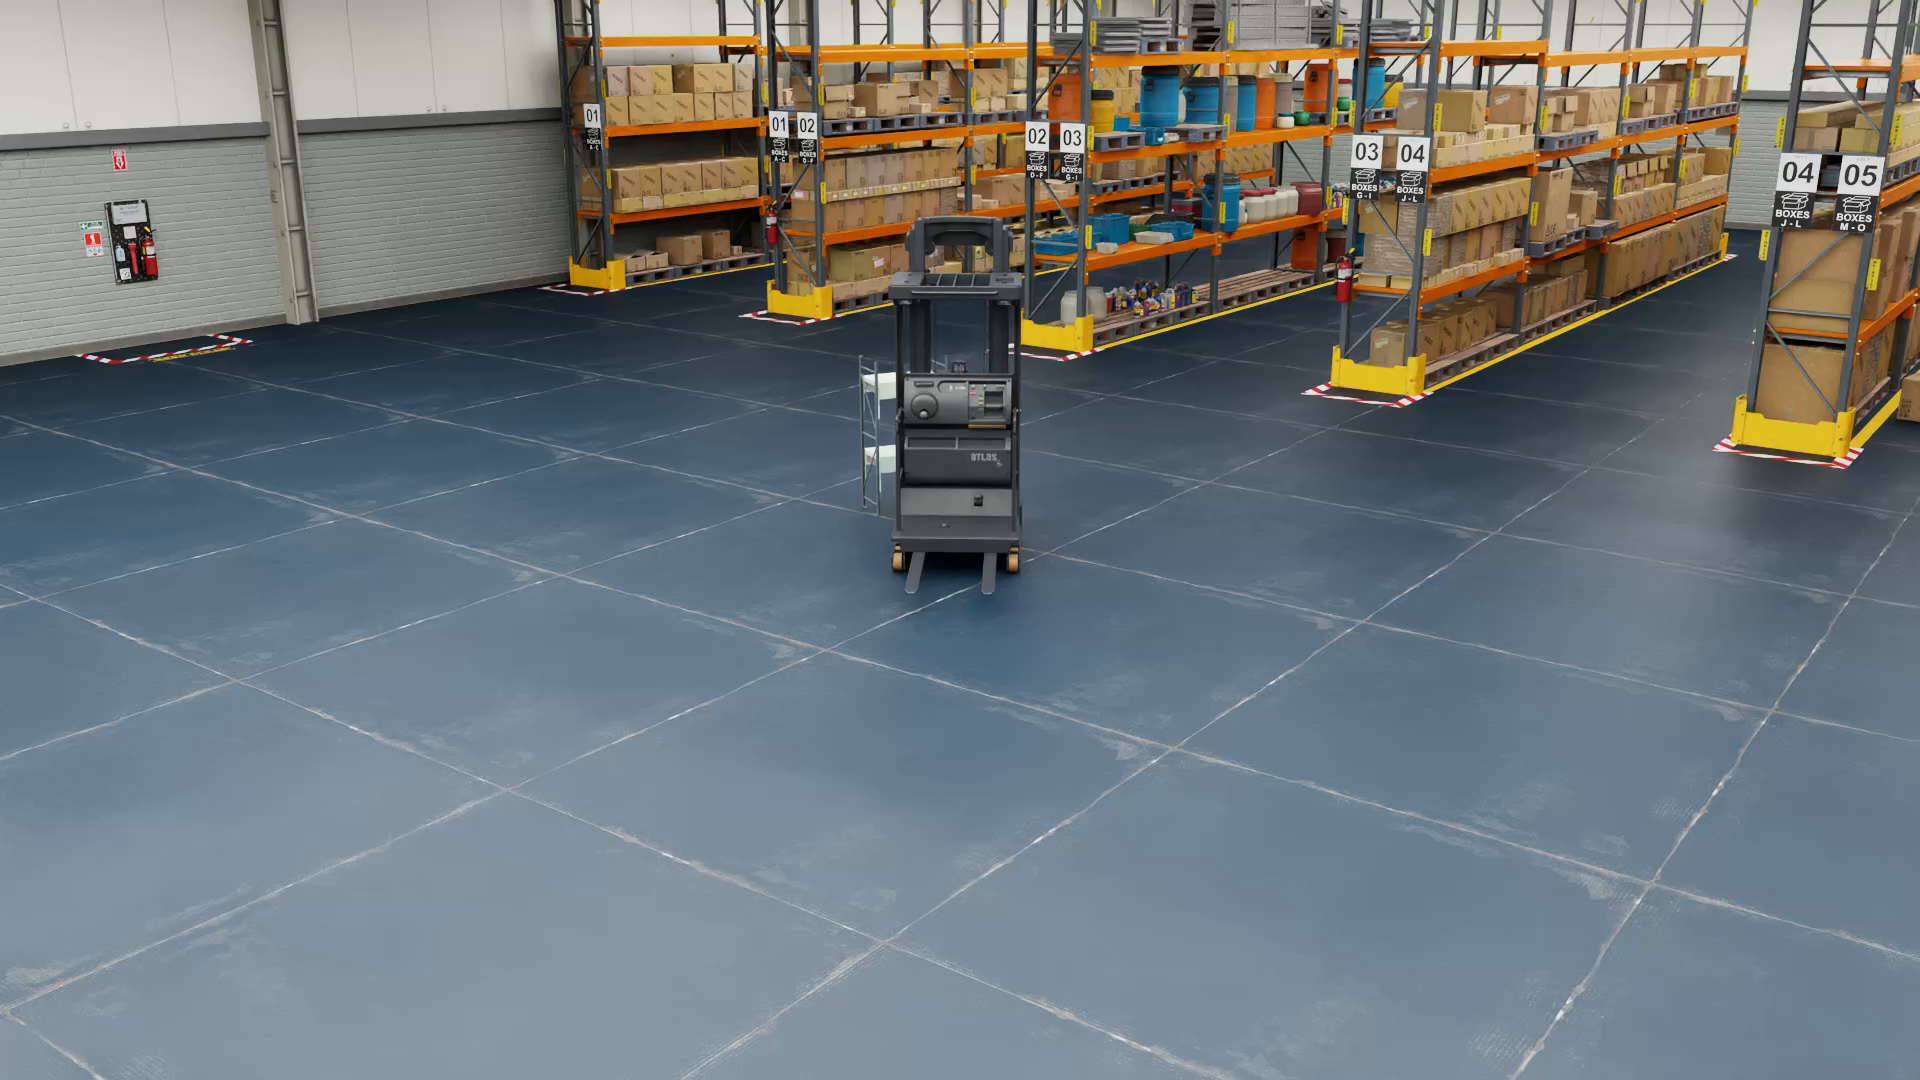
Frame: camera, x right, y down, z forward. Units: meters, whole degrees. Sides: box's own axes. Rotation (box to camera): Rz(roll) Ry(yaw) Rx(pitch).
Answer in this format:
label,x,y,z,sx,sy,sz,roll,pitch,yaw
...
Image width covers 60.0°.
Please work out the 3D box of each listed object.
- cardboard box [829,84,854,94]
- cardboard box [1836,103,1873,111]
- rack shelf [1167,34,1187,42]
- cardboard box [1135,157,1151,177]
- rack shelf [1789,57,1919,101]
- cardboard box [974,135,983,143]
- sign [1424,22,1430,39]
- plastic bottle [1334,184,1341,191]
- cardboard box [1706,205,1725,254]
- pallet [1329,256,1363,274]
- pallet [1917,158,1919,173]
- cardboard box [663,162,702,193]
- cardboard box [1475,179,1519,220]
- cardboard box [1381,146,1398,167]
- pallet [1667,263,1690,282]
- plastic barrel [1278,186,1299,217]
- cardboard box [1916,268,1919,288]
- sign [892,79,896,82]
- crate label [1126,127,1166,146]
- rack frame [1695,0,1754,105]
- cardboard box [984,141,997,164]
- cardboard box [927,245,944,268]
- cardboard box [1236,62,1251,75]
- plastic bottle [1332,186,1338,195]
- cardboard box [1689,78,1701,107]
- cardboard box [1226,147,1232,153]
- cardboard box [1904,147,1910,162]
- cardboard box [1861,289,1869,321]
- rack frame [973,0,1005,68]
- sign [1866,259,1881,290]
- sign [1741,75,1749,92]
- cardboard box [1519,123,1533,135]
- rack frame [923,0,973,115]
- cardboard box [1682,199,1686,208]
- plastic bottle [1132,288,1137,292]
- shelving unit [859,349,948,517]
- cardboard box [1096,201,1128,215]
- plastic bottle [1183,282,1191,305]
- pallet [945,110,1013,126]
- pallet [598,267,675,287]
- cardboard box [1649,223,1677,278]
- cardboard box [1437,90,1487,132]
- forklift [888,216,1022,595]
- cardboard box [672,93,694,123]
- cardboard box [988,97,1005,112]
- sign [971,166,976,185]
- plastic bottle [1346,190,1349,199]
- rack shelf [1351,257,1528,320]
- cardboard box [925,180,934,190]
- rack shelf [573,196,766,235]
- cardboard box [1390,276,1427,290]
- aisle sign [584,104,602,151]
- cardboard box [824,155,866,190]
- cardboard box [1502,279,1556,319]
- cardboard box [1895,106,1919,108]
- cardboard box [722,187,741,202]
label,x,y,z,sx,sy,sz,roll,pitch,yaw
cardboard box,-2.426,-9.265,34.769,0.500,0.500,0.500,12,21,35
cardboard box,10.718,-5.161,19.955,0.380,0.149,0.250,12,21,34
rack shelf,5.743,-10.981,36.656,1.077,0.370,4.000,12,21,35
cardboard box,3.548,-7.801,34.437,0.700,0.500,0.500,7,19,21
rack shelf,10.470,-5.281,18.971,1.077,0.370,4.000,12,21,35
cardboard box,0.185,-9.140,37.657,0.500,0.250,0.500,13,21,36
sign,8.968,-9.776,31.910,0.100,0.325,0.005,12,21,35
plastic bottle,7.255,-6.731,32.075,0.152,0.276,0.135,12,21,35
cardboard box,14.571,-6.205,33.049,0.875,0.875,0.875,12,21,35
pallet,7.307,-5.309,31.989,1.003,0.211,1.213,12,21,35
pallet,11.165,-4.624,20.176,1.003,0.211,1.213,12,21,35
cardboard box,-5.140,-6.721,30.789,0.500,0.500,0.500,13,22,36
cardboard box,7.394,-4.720,23.036,0.500,0.500,0.500,12,21,35
cardboard box,5.438,-4.896,21.153,0.500,0.250,0.500,13,21,36
pallet,13.021,-5.069,31.217,1.003,0.211,1.213,12,21,35
plastic barrel,5.702,-5.926,29.088,0.421,0.512,0.421,0,17,0
cardboard box,12.191,-3.553,21.464,0.500,0.500,0.500,13,21,35
sign,-1.378,-9.490,34.821,0.100,0.325,0.005,12,21,35
crate label,2.758,-5.999,24.704,0.502,0.251,0.408,12,21,35
rack frame,14.888,-10.051,32.443,1.000,3.000,0.127,12,21,35
cardboard box,0.498,-8.904,38.161,0.500,0.500,0.500,12,21,34
cardboard box,-0.624,-5.059,29.146,0.500,0.500,0.500,12,21,35
cardboard box,6.064,-10.528,37.181,0.700,0.500,0.500,12,21,35
plastic bottle,7.164,-6.634,31.771,0.097,0.271,0.097,0,17,0
cardboard box,13.247,-8.286,30.772,0.700,0.500,0.500,14,22,37
cardboard box,5.672,-8.818,36.733,0.500,0.500,0.500,12,21,33
cardboard box,10.341,-4.301,18.532,0.380,0.149,0.250,13,21,35
cardboard box,9.773,-2.778,18.883,0.875,0.550,0.550,12,21,35
rack frame,0.571,-11.724,37.831,1.000,3.000,0.127,12,21,35
sign,9.720,-2.826,17.700,0.100,0.325,0.005,12,21,35
sign,15.316,-8.904,32.449,0.100,0.325,0.005,12,21,35
cardboard box,7.776,-5.751,23.233,0.380,0.149,0.250,13,22,36
rack frame,-0.216,-8.944,28.879,1.000,3.000,0.127,12,21,35
cardboard box,13.105,-6.188,30.541,0.380,0.149,0.250,12,21,33
plastic bottle,2.776,-3.905,26.625,0.097,0.271,0.097,0,17,0
shelving unit,-0.536,-1.043,16.073,0.755,1.500,0.431,-8,19,-25
cardboard box,3.173,-6.929,34.714,0.500,0.250,0.500,12,21,34
plastic bottle,3.608,-3.944,26.617,0.144,0.351,0.185,12,21,33
pallet,0.300,-7.633,30.036,0.805,0.209,1.217,11,21,33
pallet,-6.022,-4.875,30.592,1.003,0.211,1.213,12,21,35
cardboard box,12.139,-5.263,30.015,1.225,0.875,0.875,12,21,35
cardboard box,6.456,-5.542,21.468,0.500,0.500,0.500,12,21,34
forklift,-0.025,-1.213,14.214,1.130,2.935,3.031,1,17,2
cardboard box,-5.222,-7.904,30.383,0.500,0.500,0.500,14,22,38
cardboard box,0.484,-7.917,30.174,0.500,0.250,0.500,10,20,29
sign,0.231,-6.433,29.314,0.100,0.325,0.005,12,21,35
plastic bottle,7.191,-6.335,30.789,0.061,0.283,0.133,12,21,35
rack shelf,6.546,-3.508,22.702,1.077,0.370,4.000,12,21,35
cardboard box,-0.664,-6.150,28.734,0.380,0.149,0.250,12,21,35
rack shelf,-5.388,-6.134,31.157,1.077,0.370,4.000,12,21,35
cardboard box,5.716,-3.281,21.181,0.380,0.149,0.250,12,21,35
aisle sign,-6.381,-7.172,28.905,0.394,0.787,0.004,12,21,35
cardboard box,-1.970,-6.042,27.291,0.700,0.500,0.500,12,21,33
cardboard box,8.754,-3.730,25.677,0.700,0.500,0.500,10,20,30
cardboard box,10.947,-4.925,19.197,0.380,0.149,0.250,12,21,34
cardboard box,-4.538,-6.608,31.691,0.500,0.250,0.500,13,21,35
